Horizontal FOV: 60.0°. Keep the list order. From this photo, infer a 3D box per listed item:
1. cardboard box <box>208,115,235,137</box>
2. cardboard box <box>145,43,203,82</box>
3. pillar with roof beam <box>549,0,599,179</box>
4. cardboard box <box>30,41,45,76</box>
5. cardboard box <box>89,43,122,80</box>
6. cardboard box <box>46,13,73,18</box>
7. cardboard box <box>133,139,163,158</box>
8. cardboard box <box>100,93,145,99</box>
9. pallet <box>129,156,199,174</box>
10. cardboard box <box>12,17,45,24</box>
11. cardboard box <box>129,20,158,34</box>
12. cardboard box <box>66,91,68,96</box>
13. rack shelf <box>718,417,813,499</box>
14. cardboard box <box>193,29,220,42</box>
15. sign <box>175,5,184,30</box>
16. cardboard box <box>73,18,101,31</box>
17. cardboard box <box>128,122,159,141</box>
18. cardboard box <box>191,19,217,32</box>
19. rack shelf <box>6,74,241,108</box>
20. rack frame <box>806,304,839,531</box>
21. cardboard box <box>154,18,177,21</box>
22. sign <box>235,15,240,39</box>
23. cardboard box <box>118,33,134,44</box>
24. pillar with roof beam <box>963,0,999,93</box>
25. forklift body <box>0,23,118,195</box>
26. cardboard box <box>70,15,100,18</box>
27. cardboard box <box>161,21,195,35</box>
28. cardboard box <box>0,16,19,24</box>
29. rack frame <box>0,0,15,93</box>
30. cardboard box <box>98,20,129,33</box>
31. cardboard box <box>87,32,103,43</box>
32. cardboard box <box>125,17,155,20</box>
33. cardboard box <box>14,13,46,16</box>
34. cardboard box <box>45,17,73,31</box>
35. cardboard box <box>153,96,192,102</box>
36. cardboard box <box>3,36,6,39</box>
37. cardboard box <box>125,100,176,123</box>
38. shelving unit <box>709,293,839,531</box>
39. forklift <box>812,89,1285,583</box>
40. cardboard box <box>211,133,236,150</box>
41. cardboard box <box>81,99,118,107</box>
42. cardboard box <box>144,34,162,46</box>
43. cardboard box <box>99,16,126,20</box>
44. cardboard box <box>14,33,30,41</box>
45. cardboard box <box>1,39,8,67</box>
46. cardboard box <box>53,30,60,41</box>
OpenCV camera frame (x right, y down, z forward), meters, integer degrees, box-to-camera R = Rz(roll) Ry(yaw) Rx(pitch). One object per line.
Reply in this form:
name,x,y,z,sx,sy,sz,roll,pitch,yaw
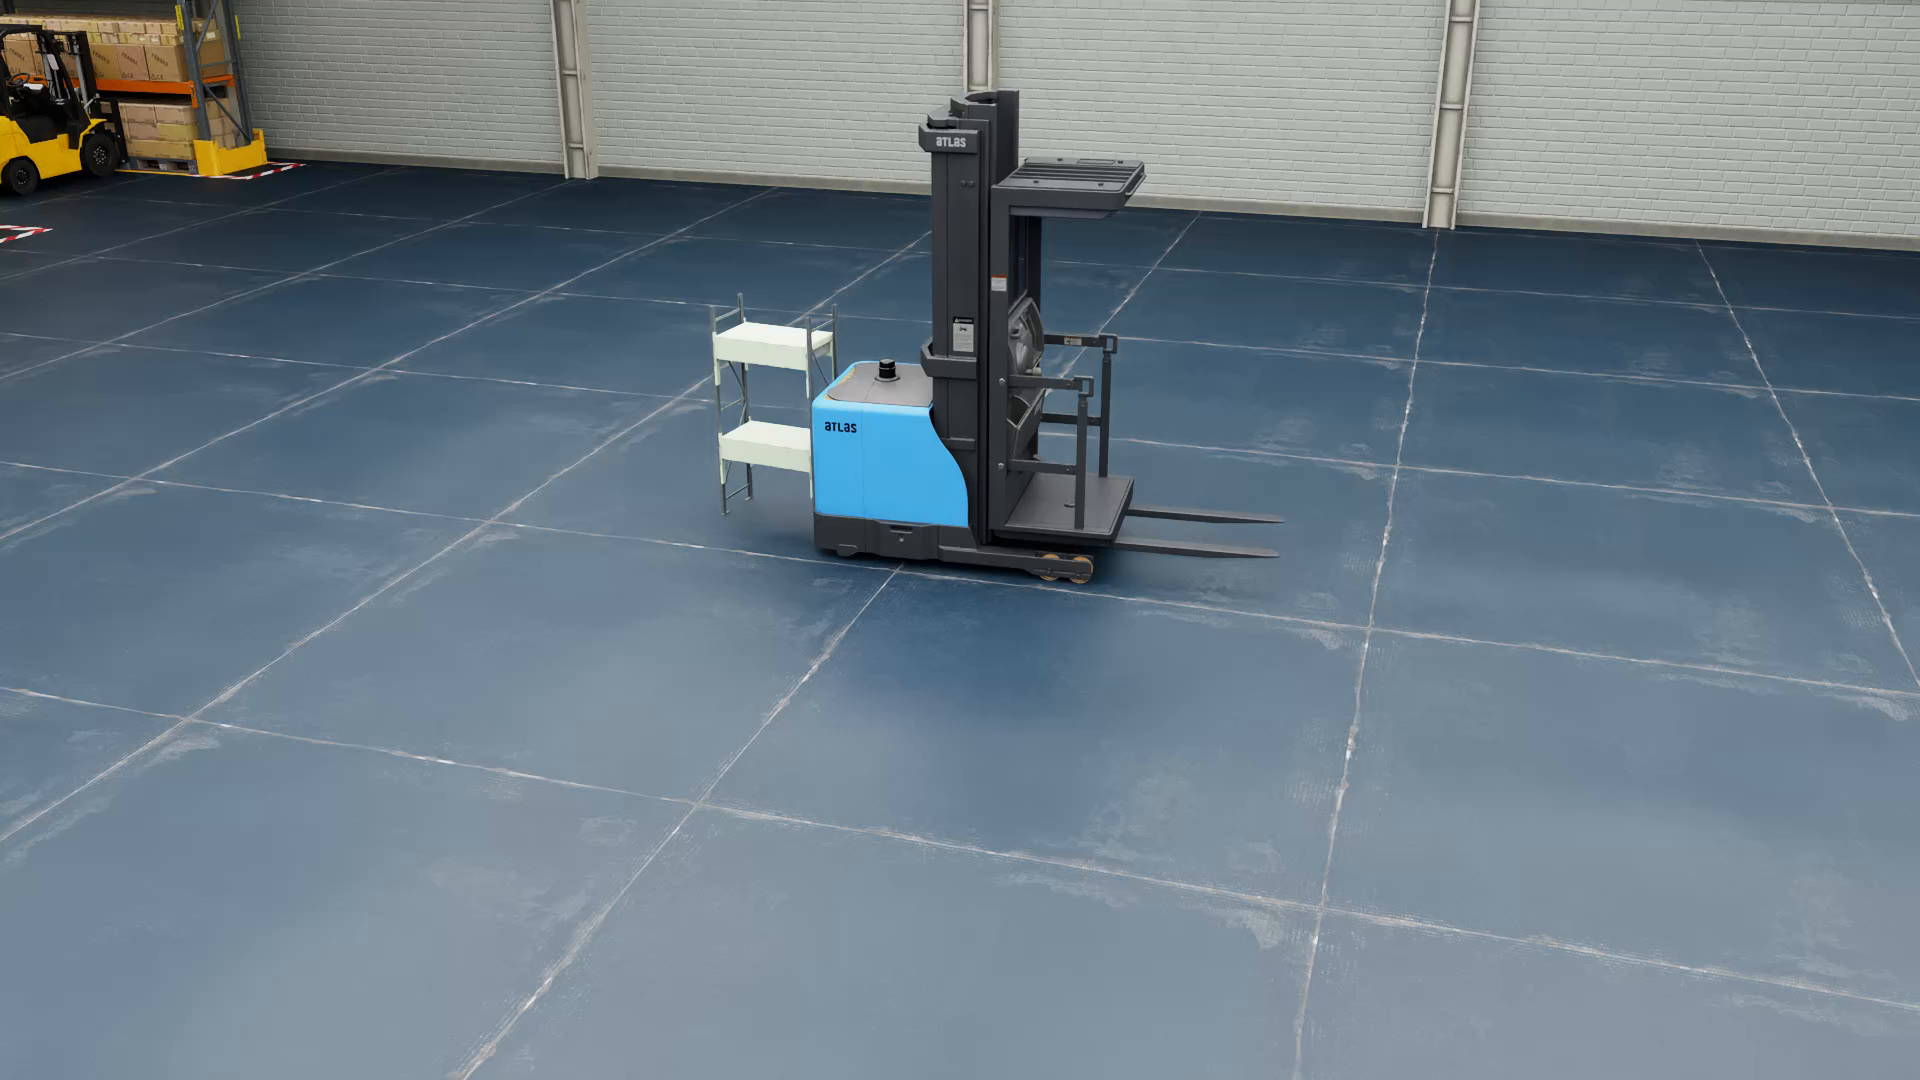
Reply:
cardboard box,-11.201,-6.183,24.803,0.500,0.250,0.500,7,23,16
cardboard box,-11.358,-6.908,24.026,0.500,0.500,0.500,6,23,14
pillar with roof beam,-6.717,-7.860,18.575,0.400,9.000,9.100,7,23,16
cardboard box,-13.303,-7.138,24.587,0.500,0.500,0.500,6,23,15
cardboard box,-12.343,-7.024,24.309,0.500,0.500,0.500,6,23,14
cardboard box,-13.504,-7.829,25.024,0.250,0.149,0.380,6,23,14
cardboard box,-11.826,-5.820,24.575,0.500,0.250,0.500,7,23,15
cardboard box,-12.660,-6.580,25.111,0.500,0.250,0.500,6,23,14
pallet,-11.555,-5.681,24.842,1.213,0.211,1.003,7,23,16
cardboard box,-13.681,-7.596,24.458,0.250,0.149,0.380,7,23,17
cardboard box,-11.718,-7.384,23.941,0.250,0.149,0.380,7,23,17
cardboard box,-13.624,-6.692,25.385,0.500,0.250,0.500,6,23,15
rack shelf,-1.252,-0.578,11.563,0.720,0.370,0.431,10,24,22
cardboard box,-11.061,-7.381,24.324,0.250,0.149,0.380,6,23,14
sign,-10.981,-7.352,23.404,0.005,0.325,0.100,7,23,16
cardboard box,-12.685,-7.516,24.261,0.250,0.149,0.380,7,23,16
cardboard box,-11.844,-6.055,24.490,0.500,0.250,0.500,6,23,15
cardboard box,-11.071,-7.501,24.226,0.250,0.149,0.380,6,23,14
rack shelf,-12.726,-6.789,24.817,4.000,0.370,1.077,7,23,16
rack frame,-0.917,-0.824,11.303,0.023,1.500,0.400,10,24,22
cardboard box,-11.569,-7.566,24.384,0.250,0.149,0.380,7,23,17
sign,-10.645,-7.541,24.456,0.005,0.325,0.100,7,23,16
cardboard box,-11.942,-7.285,24.090,0.250,0.149,0.380,6,23,15
pillar with roof beam,-0.972,-7.203,16.972,0.400,9.000,9.100,7,23,16
forklift body,-13.153,-6.055,23.198,1.214,2.155,2.313,7,23,16
cardboard box,-13.031,-7.748,24.828,0.250,0.149,0.380,6,23,15
cardboard box,-11.215,-7.350,23.856,0.250,0.149,0.380,7,23,16
cardboard box,-14.139,-7.693,24.694,0.250,0.149,0.380,7,23,16
rack frame,-14.641,-7.341,25.215,0.127,3.000,1.000,7,23,16
cardboard box,-12.217,-7.427,24.044,0.250,0.149,0.380,7,23,17
cardboard box,-12.459,-7.317,24.169,0.250,0.149,0.380,7,23,16
cardboard box,-12.061,-7.618,24.512,0.250,0.149,0.380,7,23,17
cardboard box,-14.019,-7.858,25.095,0.250,0.149,0.380,6,23,14
cardboard box,-13.165,-7.570,24.394,0.250,0.149,0.380,6,23,15
cardboard box,-11.696,-6.462,24.825,0.500,0.250,0.500,7,23,16
cardboard box,-14.163,-7.529,24.687,0.250,0.149,0.380,7,23,17
cardboard box,-11.833,-6.279,24.376,0.500,0.250,0.500,7,23,16
shelving unit,-1.252,-0.880,11.439,0.755,1.500,0.431,10,24,22
forklift,0.608,-1.301,10.581,3.031,2.935,1.130,5,23,12
cardboard box,-11.225,-5.950,24.892,0.500,0.250,0.500,7,23,16
cardboard box,-12.801,-6.389,24.644,0.500,0.250,0.500,6,23,14
cardboard box,-11.477,-7.203,23.890,0.250,0.149,0.380,7,23,16
cardboard box,-12.543,-7.681,24.665,0.250,0.149,0.380,7,23,16
cardboard box,-13.691,-7.457,24.510,0.250,0.149,0.380,7,23,17
cardboard box,-14.291,-7.244,24.846,0.500,0.500,0.500,6,23,14
cardboard box,-13.194,-7.406,24.387,0.250,0.149,0.380,6,23,14
